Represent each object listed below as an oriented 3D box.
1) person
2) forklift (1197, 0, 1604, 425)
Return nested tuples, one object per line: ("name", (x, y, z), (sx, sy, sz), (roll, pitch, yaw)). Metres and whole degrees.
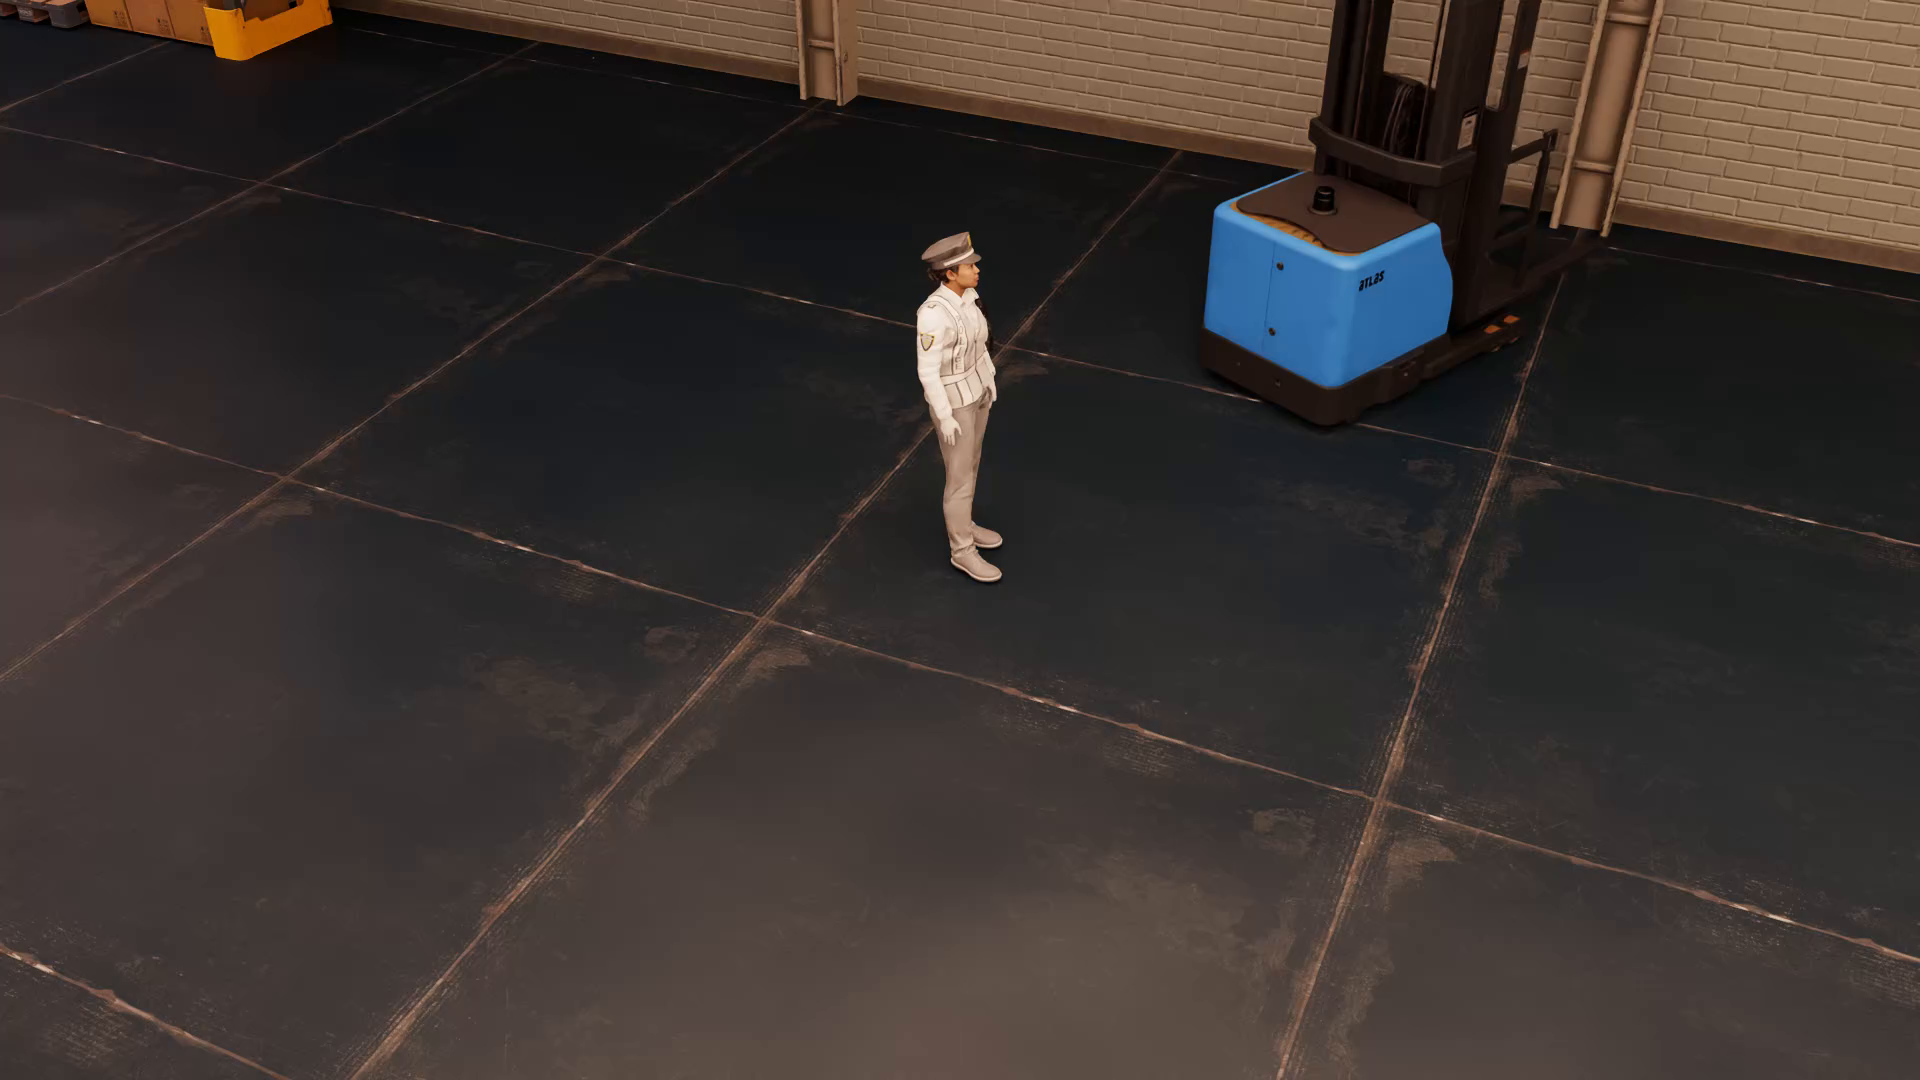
("person", (0.059, -0.676, 8.086), (0.531, 1.695, 0.588), (15, 38, 20))
("forklift", (2.880, -2.556, 9.670), (3.031, 2.935, 1.130), (-26, 43, -32))
